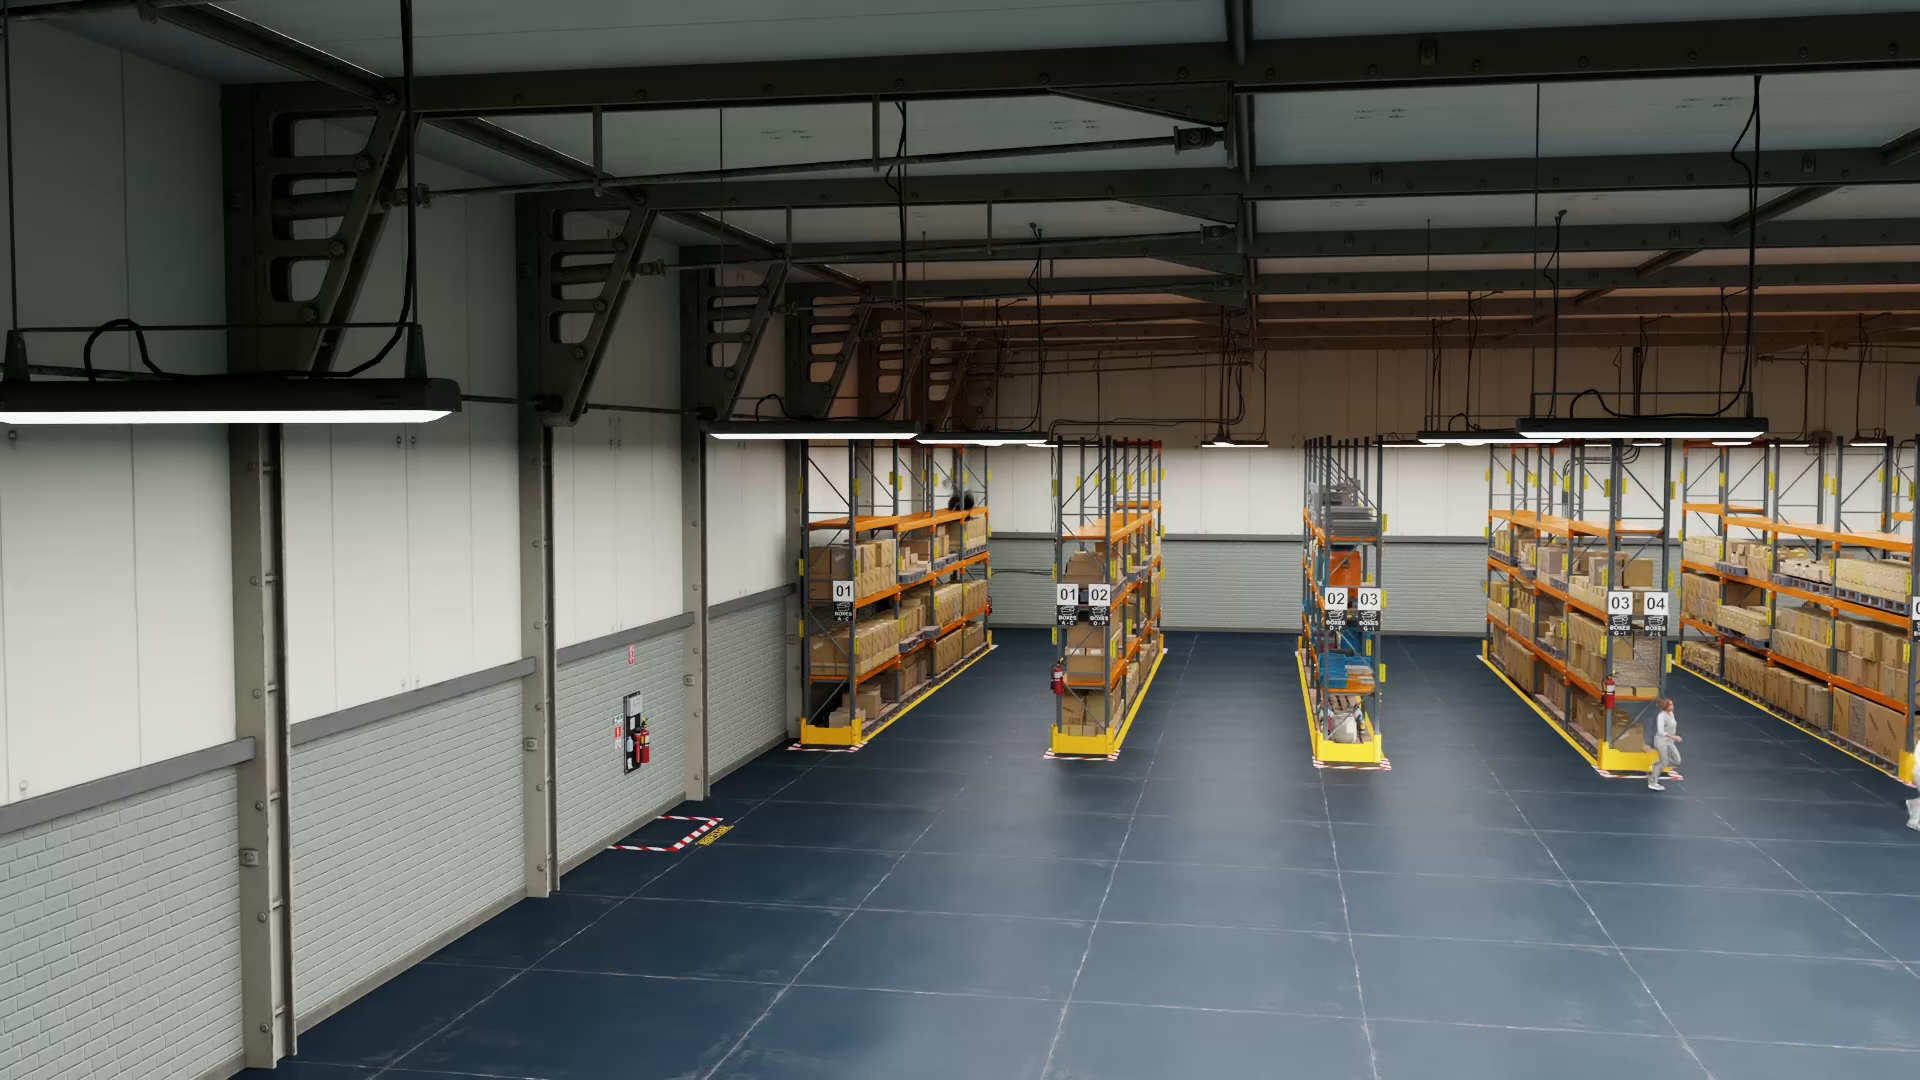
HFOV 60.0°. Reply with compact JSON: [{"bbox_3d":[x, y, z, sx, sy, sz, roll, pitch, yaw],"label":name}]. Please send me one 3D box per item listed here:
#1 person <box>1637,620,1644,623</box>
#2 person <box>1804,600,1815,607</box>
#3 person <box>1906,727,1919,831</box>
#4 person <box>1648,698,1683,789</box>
[{"bbox_3d":[18.632,2.508,45.316,0.610,1.527,0.744,-2,3,-27],"label":"person"},{"bbox_3d":[23.151,2.423,45.304,0.664,1.728,0.714,1,3,10],"label":"person"},{"bbox_3d":[14.560,3.550,25.022,0.650,1.660,0.610,-2,4,-36],"label":"person"},{"bbox_3d":[11.915,3.435,27.999,0.569,1.553,0.604,-3,4,-40],"label":"person"}]
